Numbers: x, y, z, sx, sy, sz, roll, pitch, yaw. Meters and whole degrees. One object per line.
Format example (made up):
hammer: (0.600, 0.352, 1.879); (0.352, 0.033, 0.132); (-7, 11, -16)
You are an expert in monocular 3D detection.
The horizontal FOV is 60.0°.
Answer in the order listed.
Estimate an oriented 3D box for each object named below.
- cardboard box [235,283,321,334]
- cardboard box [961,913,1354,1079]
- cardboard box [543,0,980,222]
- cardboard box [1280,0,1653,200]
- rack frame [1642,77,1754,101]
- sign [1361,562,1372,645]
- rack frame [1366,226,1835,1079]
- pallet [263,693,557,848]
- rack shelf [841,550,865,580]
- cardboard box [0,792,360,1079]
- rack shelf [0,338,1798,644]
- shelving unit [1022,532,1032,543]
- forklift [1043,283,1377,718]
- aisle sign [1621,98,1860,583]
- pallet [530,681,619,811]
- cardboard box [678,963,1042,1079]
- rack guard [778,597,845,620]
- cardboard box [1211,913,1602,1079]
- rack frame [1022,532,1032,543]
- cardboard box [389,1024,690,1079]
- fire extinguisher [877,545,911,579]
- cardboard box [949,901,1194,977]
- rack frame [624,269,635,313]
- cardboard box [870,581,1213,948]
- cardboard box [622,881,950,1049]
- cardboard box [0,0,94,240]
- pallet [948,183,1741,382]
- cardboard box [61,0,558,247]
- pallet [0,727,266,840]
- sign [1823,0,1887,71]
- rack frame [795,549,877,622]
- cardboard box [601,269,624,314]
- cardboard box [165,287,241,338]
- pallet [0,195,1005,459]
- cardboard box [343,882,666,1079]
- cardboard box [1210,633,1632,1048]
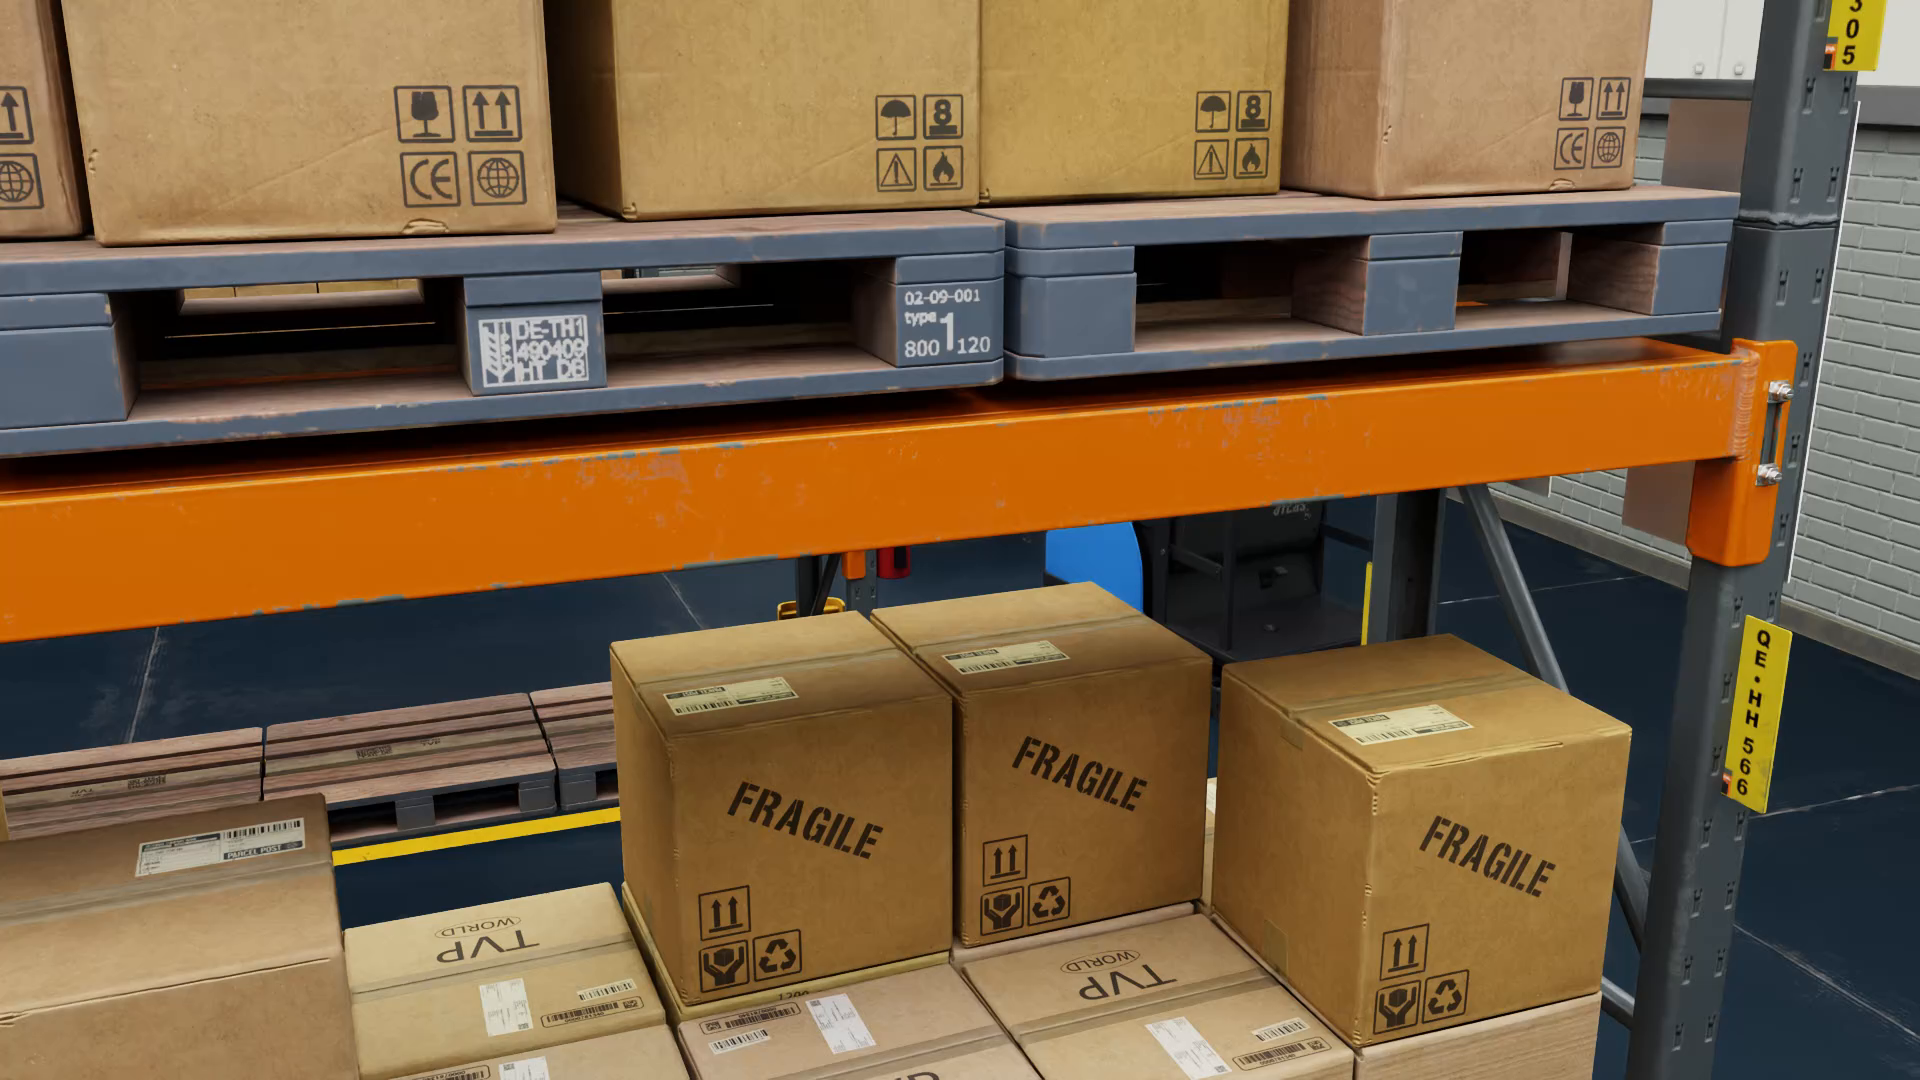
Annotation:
cardboard box: (-4.602, -1.515, 11.256); (0.500, 0.500, 0.500); (-6, 17, -20)
cardboard box: (0.324, 0.917, 2.889); (0.500, 0.250, 0.500); (-6, 18, -21)
cardboard box: (-0.345, -0.762, 2.445); (0.500, 0.500, 0.700); (-7, 18, -24)
cardboard box: (0.690, -0.852, 2.751); (0.500, 0.500, 0.700); (-7, 18, -23)
rack frame: (1.157, -2.059, 2.639); (0.053, 2.616, 0.949); (-6, 17, -20)
sign: (0.963, 0.219, 3.853); (0.005, 0.325, 0.100); (-6, 17, -20)
rack frame: (1.156, 0.819, 3.487); (0.127, 3.000, 1.000); (-6, 17, -20)
pallet: (-2.538, 1.048, 7.654); (1.213, 0.211, 1.003); (-6, 17, -20)
rack shelf: (-2.484, 0.062, 7.340); (4.000, 0.370, 1.077); (-6, 17, -20)
cardboard box: (-1.094, 0.709, 2.268); (0.500, 0.500, 0.500); (-7, 18, -22)
rack shelf: (-0.712, -0.074, 2.479); (4.000, 0.370, 1.077); (-6, 17, -20)
shelving unit: (-0.080, -0.711, 11.358); (1.048, 1.500, 0.538); (-6, 17, -20)
forklift: (1.648, -0.640, 8.575); (1.130, 2.935, 3.031); (-9, 19, -28)
aisle sign: (1.330, -0.357, 2.877); (0.004, 0.787, 0.394); (-6, 17, -20)
pallet: (-1.400, 0.926, 8.069); (1.213, 0.211, 1.003); (-6, 17, -20)
cardboard box: (-0.151, 0.969, 2.714); (0.500, 0.250, 0.500); (-7, 18, -22)
rack guard: (-0.599, 0.709, 8.297); (0.348, 0.500, 1.175); (-6, 17, -20)
cardboard box: (0.798, 0.866, 3.062); (0.500, 0.250, 0.500); (-6, 18, -21)
rack frame: (0.395, -0.762, 11.532); (0.032, 1.500, 0.500); (-6, 17, -20)
cardboard box: (-0.636, 1.022, 2.531); (0.500, 0.250, 0.500); (-6, 17, -20)
fire extinguisher: (-0.313, -0.164, 7.633); (0.183, 0.674, 0.296); (-6, 17, -20)
cardboard box: (0.128, 0.779, 3.359); (0.500, 0.250, 0.500); (-6, 18, -21)
rack frame: (-2.387, -1.789, 12.367); (0.053, 2.616, 0.949); (-6, 17, -20)
cardboard box: (0.144, 0.416, 3.266); (0.500, 0.500, 0.500); (-7, 18, -21)
cardboard box: (-0.342, 0.829, 3.190); (0.500, 0.250, 0.500); (-7, 18, -22)
cardboard box: (-1.366, -0.663, 2.107); (0.500, 0.500, 0.700); (-5, 17, -17)
pallet: (0.467, -0.501, 2.813); (1.213, 0.211, 1.003); (-6, 17, -20)
cardboard box: (-0.827, -0.678, 2.159); (0.500, 0.500, 0.700); (-5, 17, -18)
pallet: (-3.679, 1.172, 7.232); (1.213, 0.211, 1.003); (-6, 17, -20)
sign: (1.337, -0.863, 2.460); (0.005, 0.325, 0.100); (-6, 17, -20)
rack frame: (-0.616, -0.485, 7.925); (0.127, 3.000, 1.000); (-6, 17, -20)
cardboard box: (-2.706, -1.719, 11.952); (0.500, 0.500, 0.500); (-6, 17, -18)
cardboard box: (-3.982, -1.663, 11.761); (3.026, 0.500, 1.079); (-6, 17, -19)
pallet: (-0.674, -0.377, 2.391); (1.213, 0.211, 1.003); (-6, 17, -20)
cardboard box: (-0.828, 0.883, 3.006); (0.500, 0.250, 0.500); (-7, 18, -21)
cardboard box: (0.795, 0.506, 2.958); (0.500, 0.500, 0.500); (-6, 17, -19)
